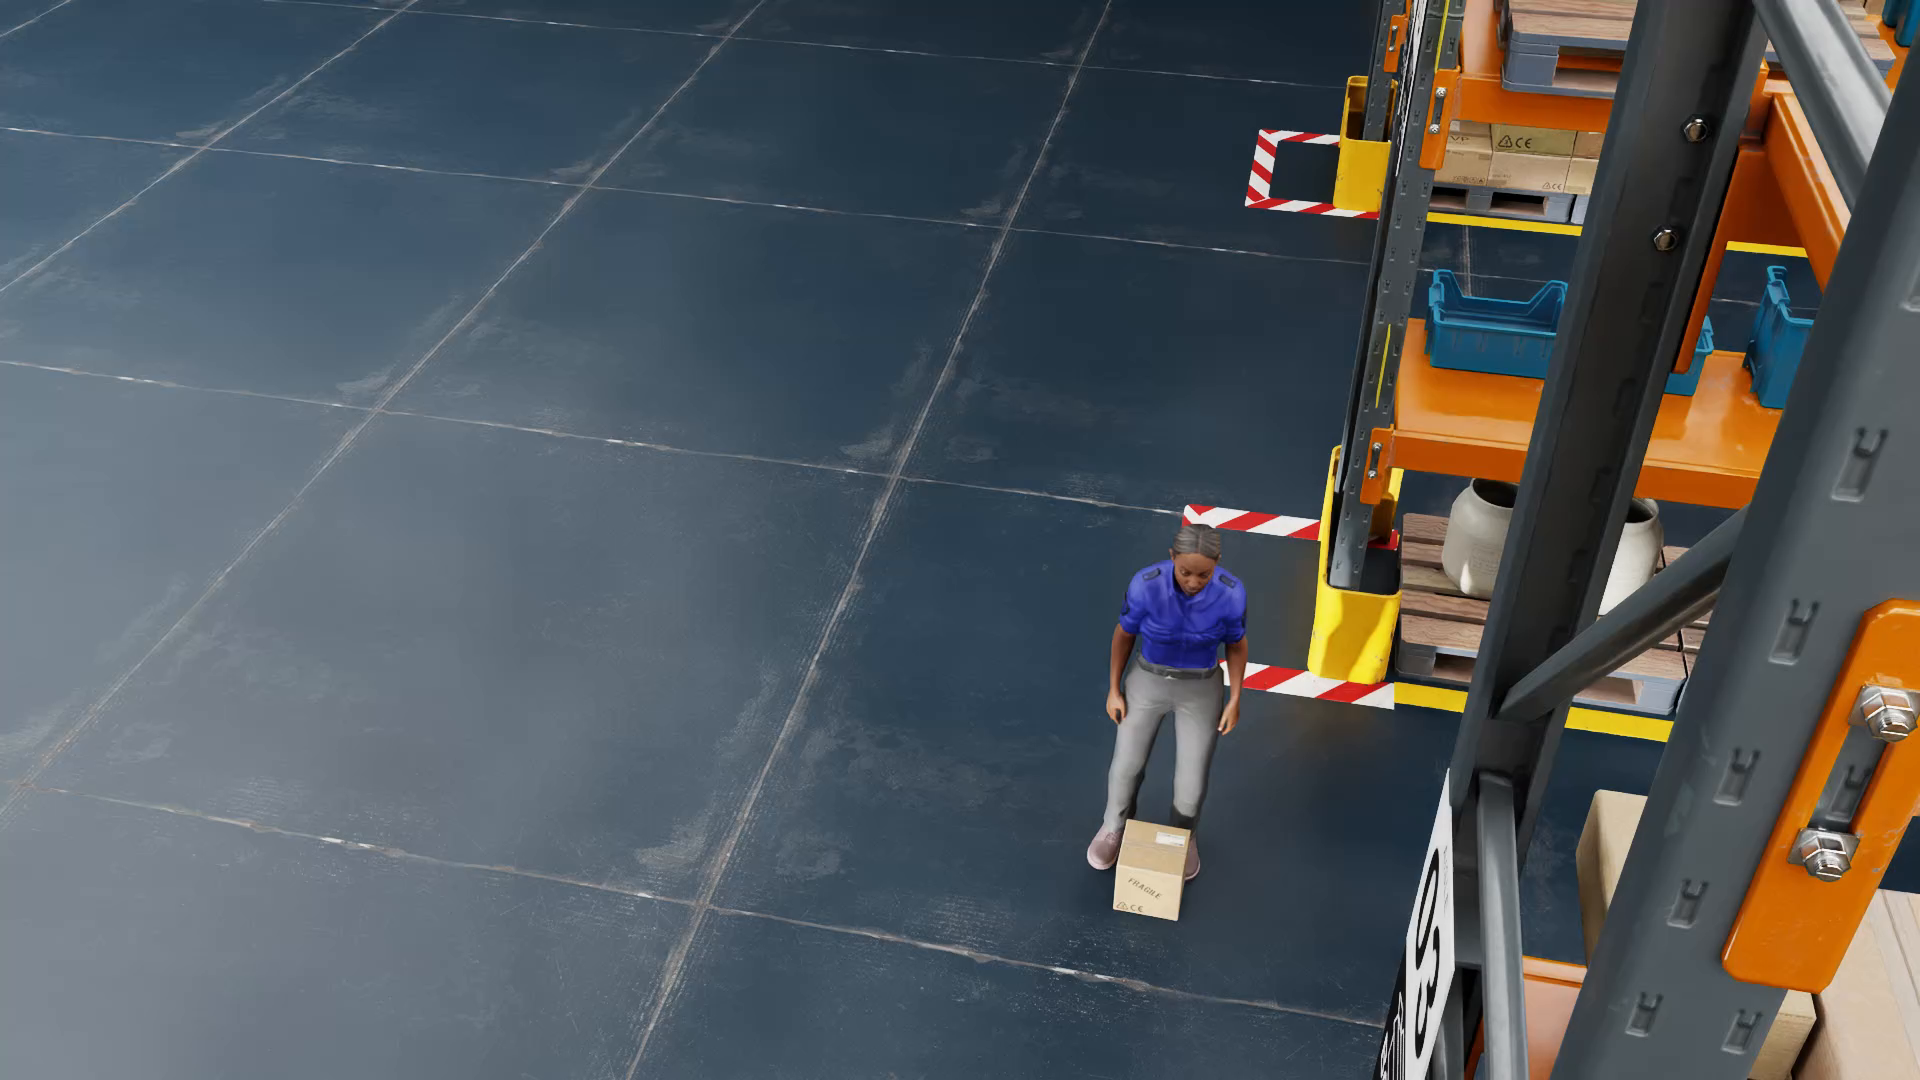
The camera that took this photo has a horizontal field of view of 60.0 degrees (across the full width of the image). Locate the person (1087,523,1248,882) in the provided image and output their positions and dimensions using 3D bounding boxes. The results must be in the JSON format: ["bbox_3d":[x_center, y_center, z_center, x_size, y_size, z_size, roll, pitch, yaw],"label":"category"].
[{"bbox_3d":[0.785,0.577,6.195,0.529,1.656,0.347,6,37,8],"label":"person"}]
